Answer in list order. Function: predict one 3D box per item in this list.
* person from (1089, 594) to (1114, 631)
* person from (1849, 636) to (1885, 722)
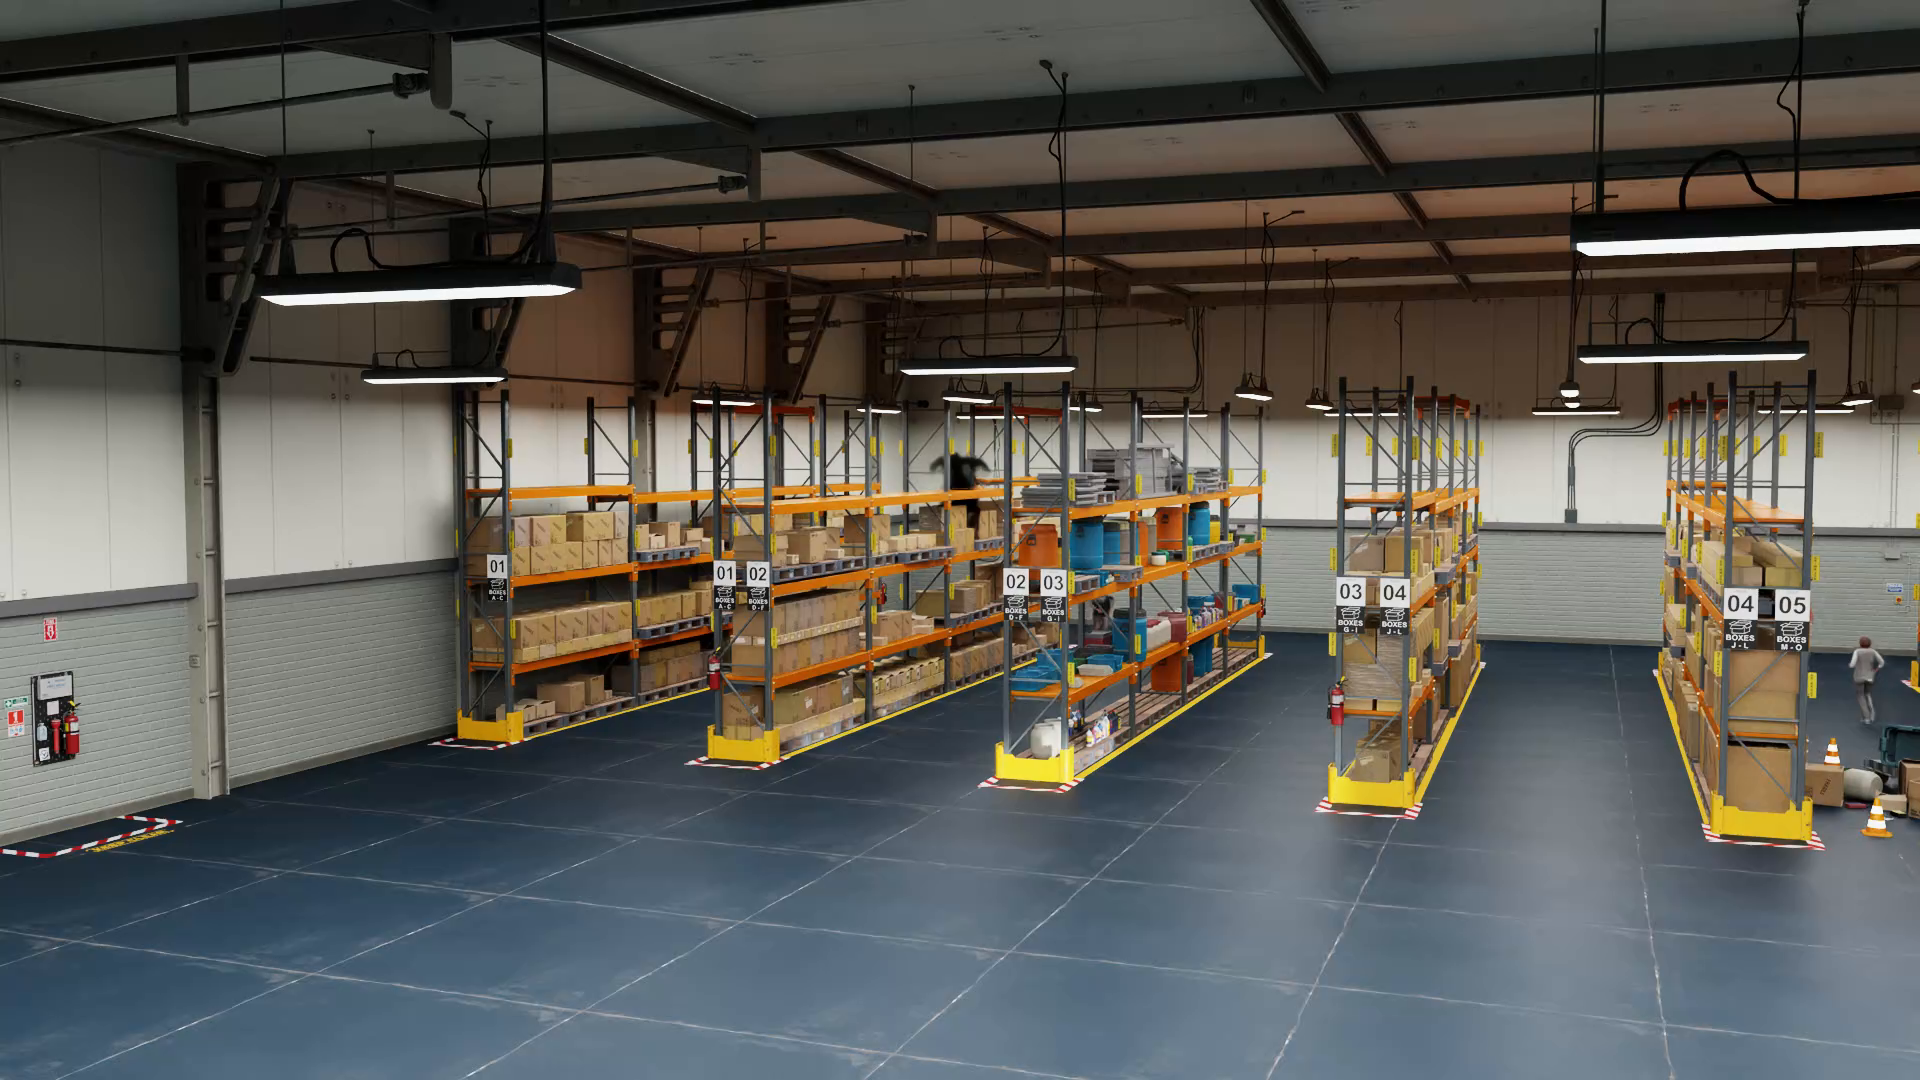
[{"bbox_3d":[3.525,1.899,41.382,0.671,1.703,0.900,0,3,-4],"label":"person"},{"bbox_3d":[16.519,2.532,30.369,0.546,1.564,0.605,1,3,9],"label":"person"}]
